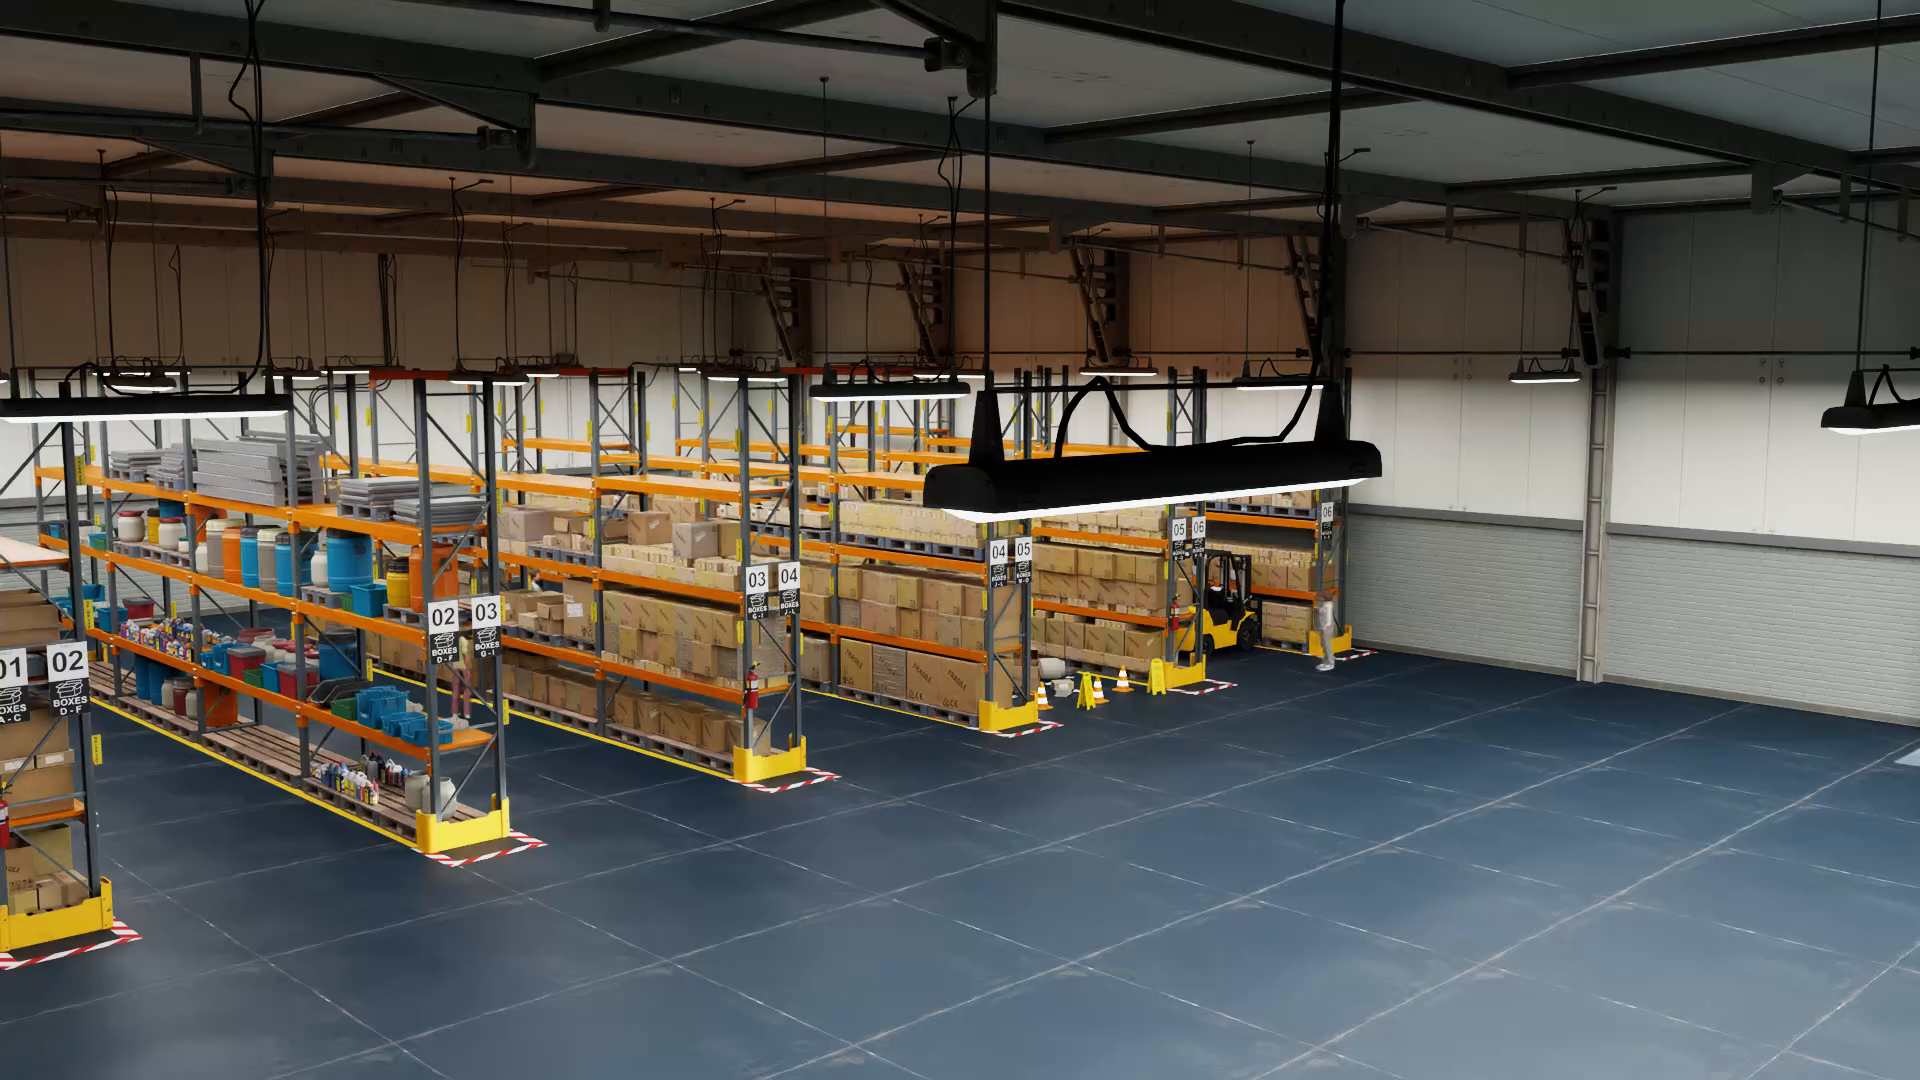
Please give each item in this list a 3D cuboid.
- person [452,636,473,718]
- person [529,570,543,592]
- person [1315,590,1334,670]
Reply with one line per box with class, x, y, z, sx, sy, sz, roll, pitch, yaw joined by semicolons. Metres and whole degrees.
person;-8.619;2.247;28.790;0.452;1.678;0.339;3;7;23
person;-9.139;1.476;35.675;0.467;1.663;0.437;4;8;33
person;7.292;1.852;33.218;0.368;1.506;0.478;-2;7;-18
